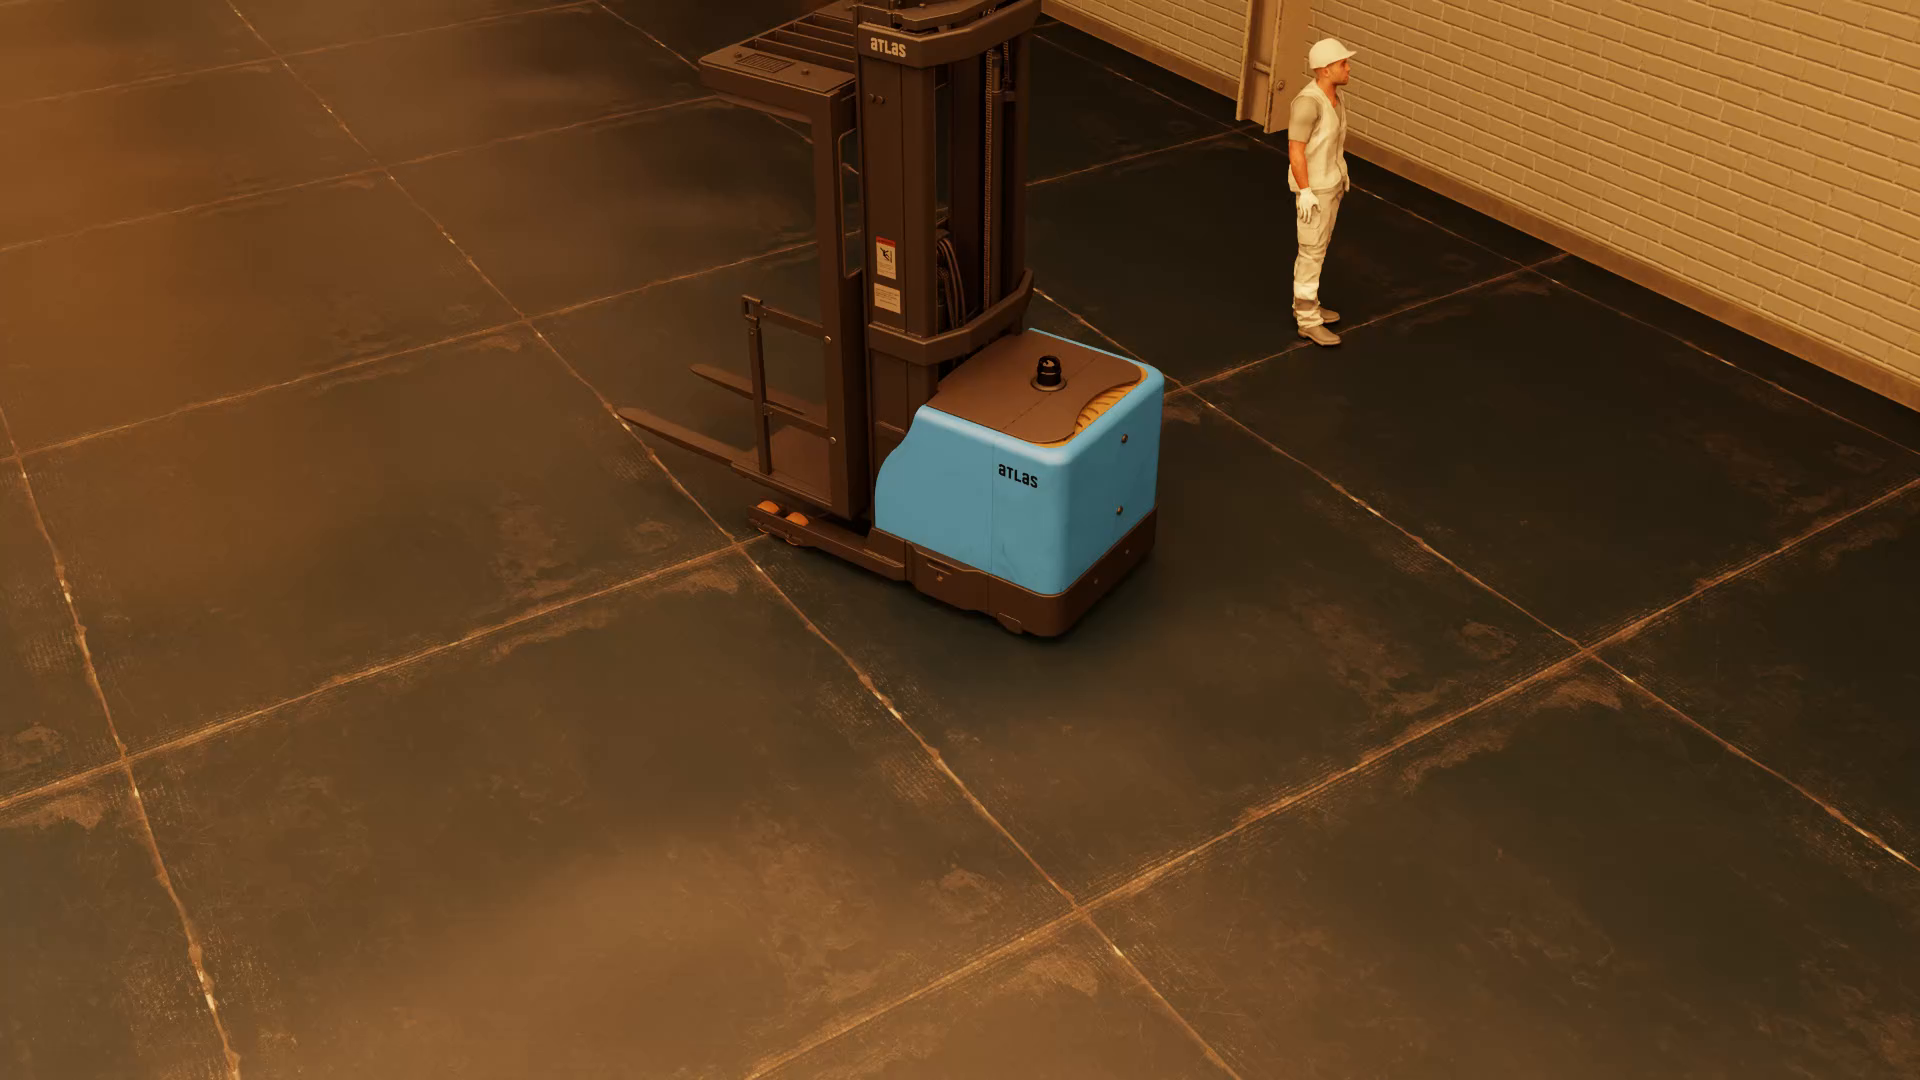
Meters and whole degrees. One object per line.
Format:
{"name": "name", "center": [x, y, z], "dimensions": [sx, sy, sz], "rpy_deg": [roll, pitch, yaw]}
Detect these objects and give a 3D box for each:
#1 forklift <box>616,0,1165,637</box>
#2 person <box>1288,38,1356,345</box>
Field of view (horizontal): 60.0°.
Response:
{"name": "forklift", "center": [-0.500, -1.399, 8.138], "dimensions": [3.031, 2.935, 1.130], "rpy_deg": [22, 41, 28]}
{"name": "person", "center": [2.268, -2.144, 10.180], "dimensions": [0.563, 1.790, 0.638], "rpy_deg": [20, 40, 26]}
